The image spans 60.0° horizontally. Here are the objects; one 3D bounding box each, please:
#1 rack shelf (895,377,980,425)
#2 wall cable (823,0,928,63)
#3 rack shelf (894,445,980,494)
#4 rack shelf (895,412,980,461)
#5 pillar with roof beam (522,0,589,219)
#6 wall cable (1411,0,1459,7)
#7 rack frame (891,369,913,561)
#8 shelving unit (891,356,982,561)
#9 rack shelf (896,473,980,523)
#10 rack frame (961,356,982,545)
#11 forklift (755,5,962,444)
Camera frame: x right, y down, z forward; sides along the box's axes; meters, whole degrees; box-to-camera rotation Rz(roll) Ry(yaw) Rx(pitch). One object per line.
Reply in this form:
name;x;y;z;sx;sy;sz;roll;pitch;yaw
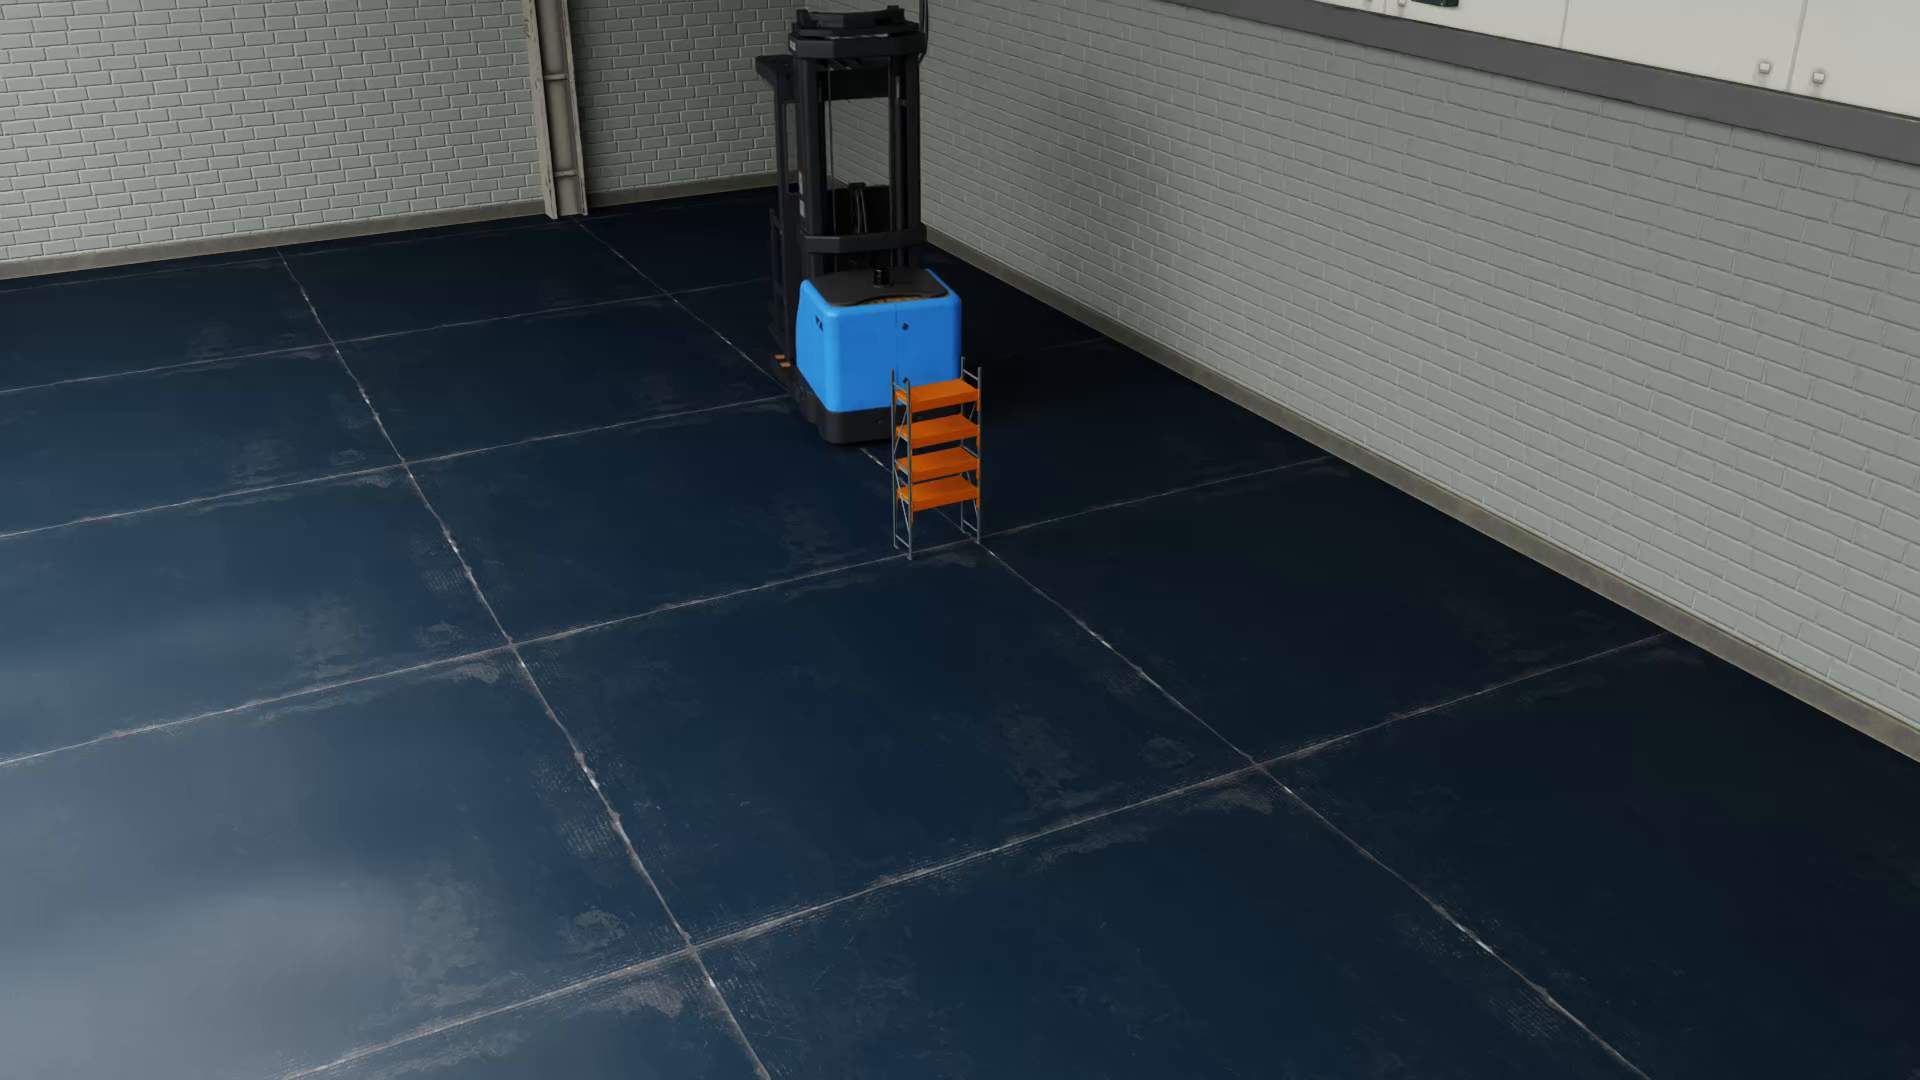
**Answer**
rack shelf;-0.146;-0.861;10.250;0.480;0.148;0.258;-13;29;-25
wall cable;-1.077;-6.320;17.104;0.112;2.526;3.097;-13;29;-25
rack shelf;-0.146;-0.447;10.449;0.480;0.148;0.258;-13;29;-25
rack shelf;-0.146;-0.648;10.352;0.480;0.148;0.258;-13;29;-25
pillar with roof beam;-2.273;-5.980;12.809;0.400;9.000;9.100;-13;29;-25
wall cable;3.376;-5.624;8.137;0.169;6.003;2.305;-13;29;-25
rack frame;-0.361;-0.457;10.317;0.015;1.200;0.240;-13;29;-25
shelving unit;-0.146;-0.507;10.420;0.503;1.200;0.258;-13;29;-25
rack shelf;-0.146;-0.268;10.535;0.480;0.148;0.258;-13;29;-25
rack frame;0.069;-0.557;10.524;0.015;1.200;0.240;-13;29;-25
forklift;-0.910;-2.633;12.847;1.130;2.935;3.031;-8;27;-16
